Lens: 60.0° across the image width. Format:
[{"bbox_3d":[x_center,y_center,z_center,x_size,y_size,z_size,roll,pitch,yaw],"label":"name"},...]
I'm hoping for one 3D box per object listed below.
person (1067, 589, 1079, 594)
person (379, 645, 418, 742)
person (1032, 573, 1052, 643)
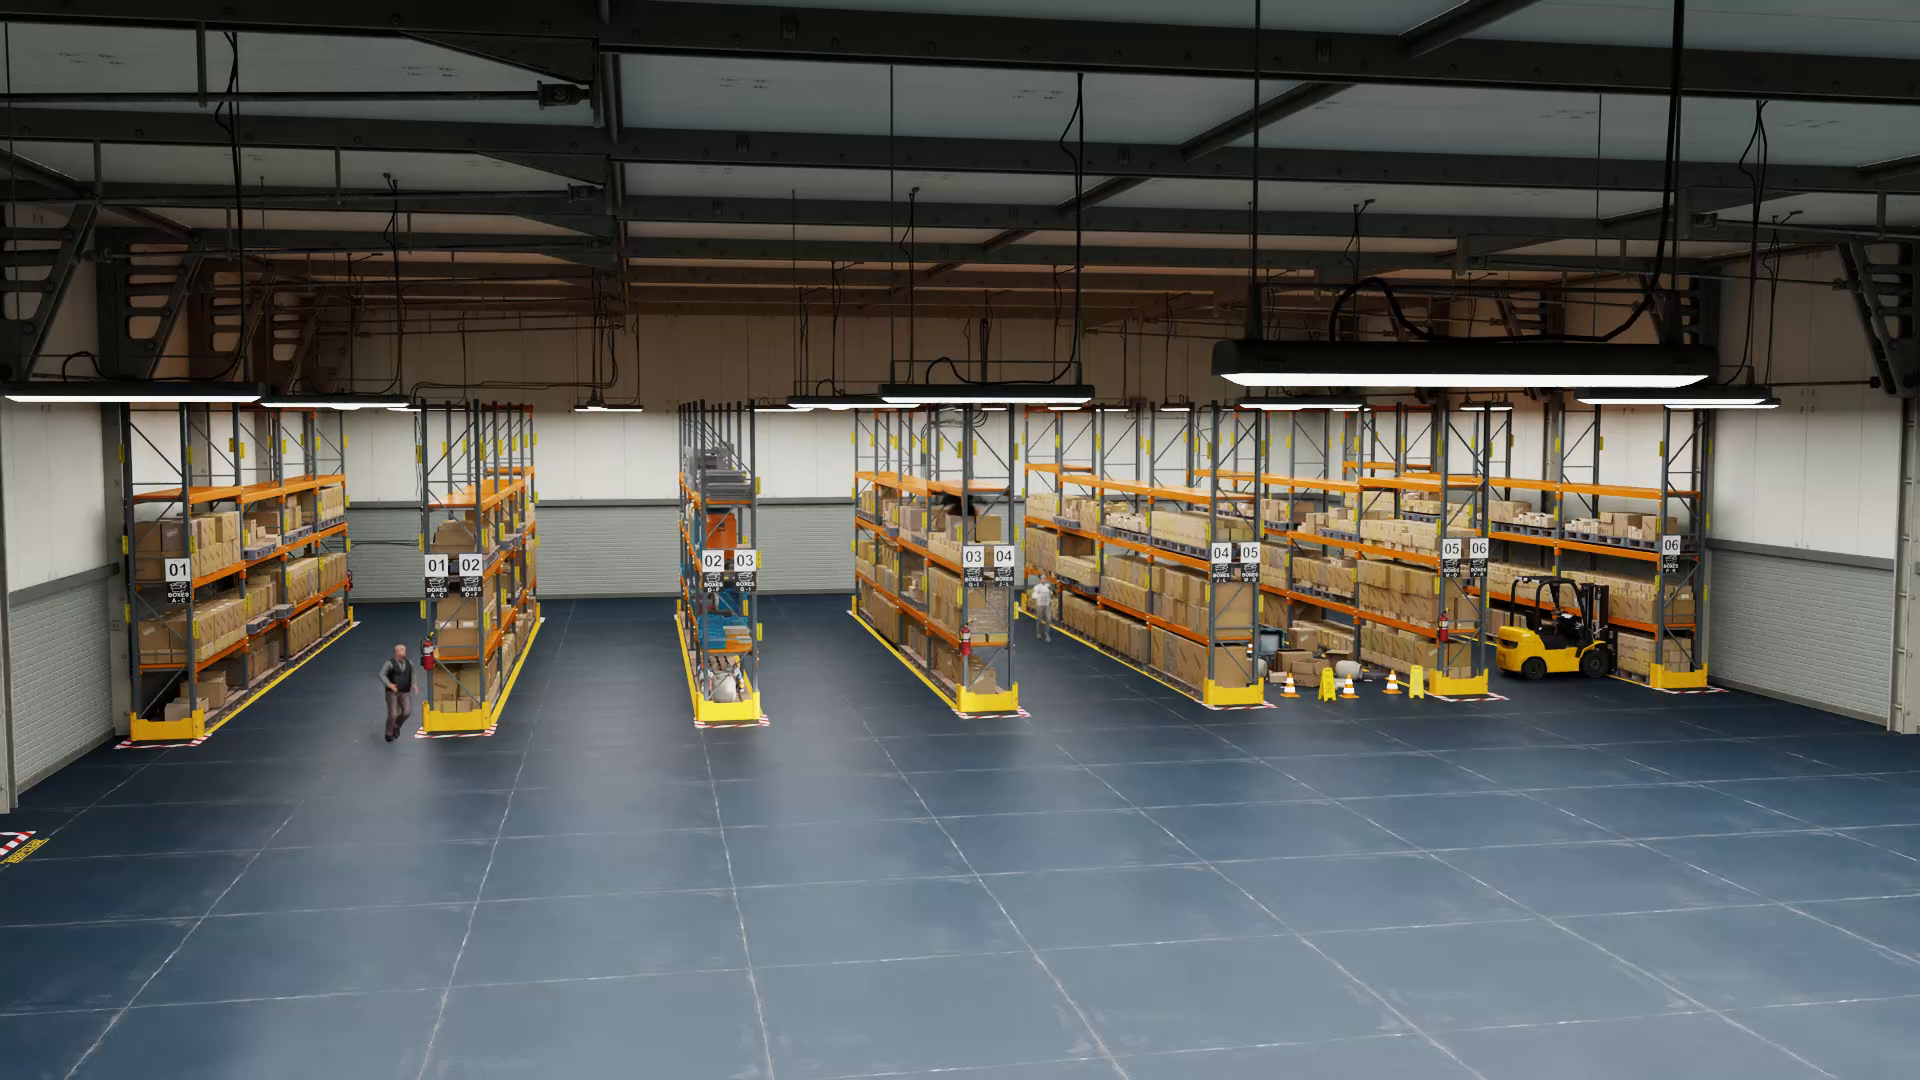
[{"bbox_3d":[3.430,1.059,50.170,0.686,1.741,0.688,0,4,-6],"label":"person"},{"bbox_3d":[-9.815,2.685,29.197,0.727,1.673,0.517,-4,6,-42],"label":"person"},{"bbox_3d":[2.109,1.695,42.072,0.596,1.740,0.720,-1,4,-13],"label":"person"}]
